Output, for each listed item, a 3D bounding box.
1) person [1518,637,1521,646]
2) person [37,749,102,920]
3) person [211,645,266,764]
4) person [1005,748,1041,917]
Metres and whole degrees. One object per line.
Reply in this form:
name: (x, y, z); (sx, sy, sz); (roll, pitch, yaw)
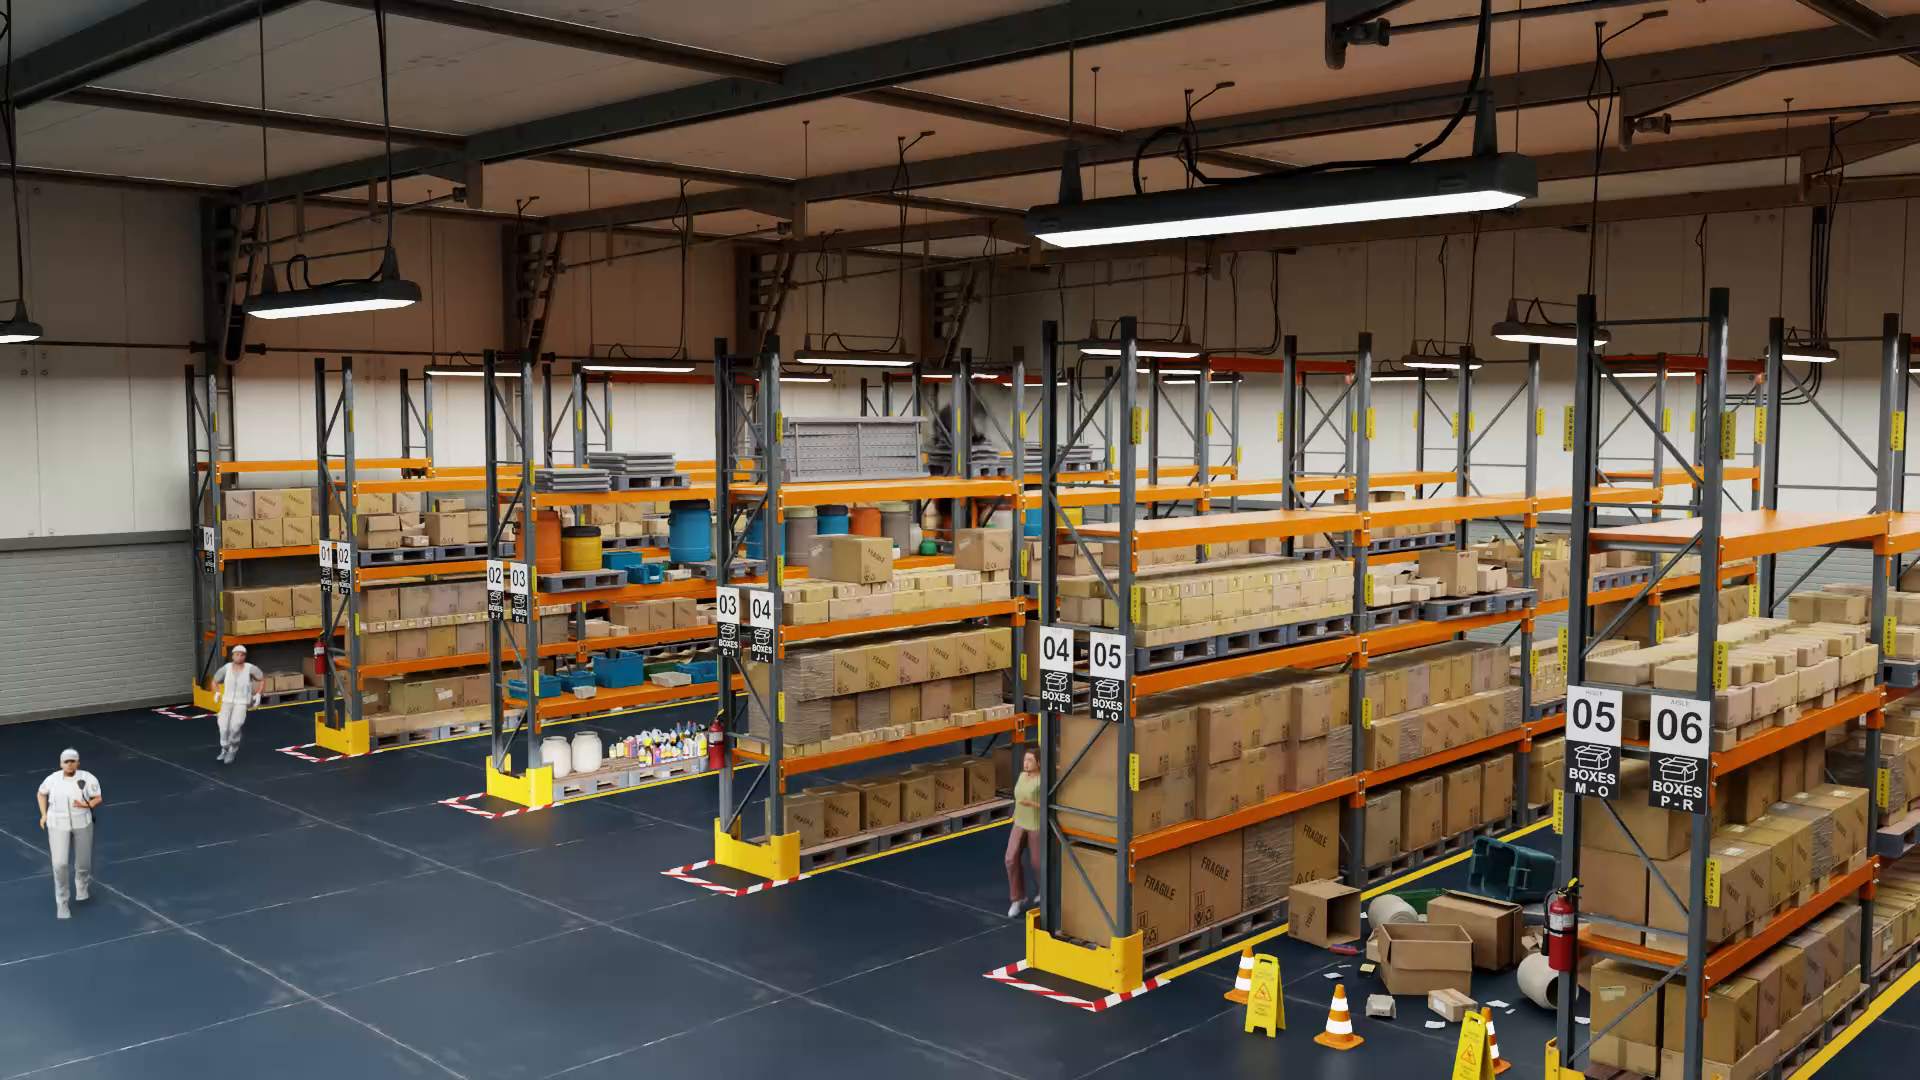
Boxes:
person: (8.760, 2.370, 25.715); (0.967, 1.669, 0.668); (-4, 6, -43)
person: (-9.216, 3.018, 17.242); (0.573, 1.729, 0.748); (-3, 5, -31)
person: (-10.652, 2.417, 24.479); (0.719, 1.742, 0.627); (-1, 4, -9)
person: (0.742, 3.010, 17.225); (0.560, 1.723, 0.690); (3, 5, 33)
